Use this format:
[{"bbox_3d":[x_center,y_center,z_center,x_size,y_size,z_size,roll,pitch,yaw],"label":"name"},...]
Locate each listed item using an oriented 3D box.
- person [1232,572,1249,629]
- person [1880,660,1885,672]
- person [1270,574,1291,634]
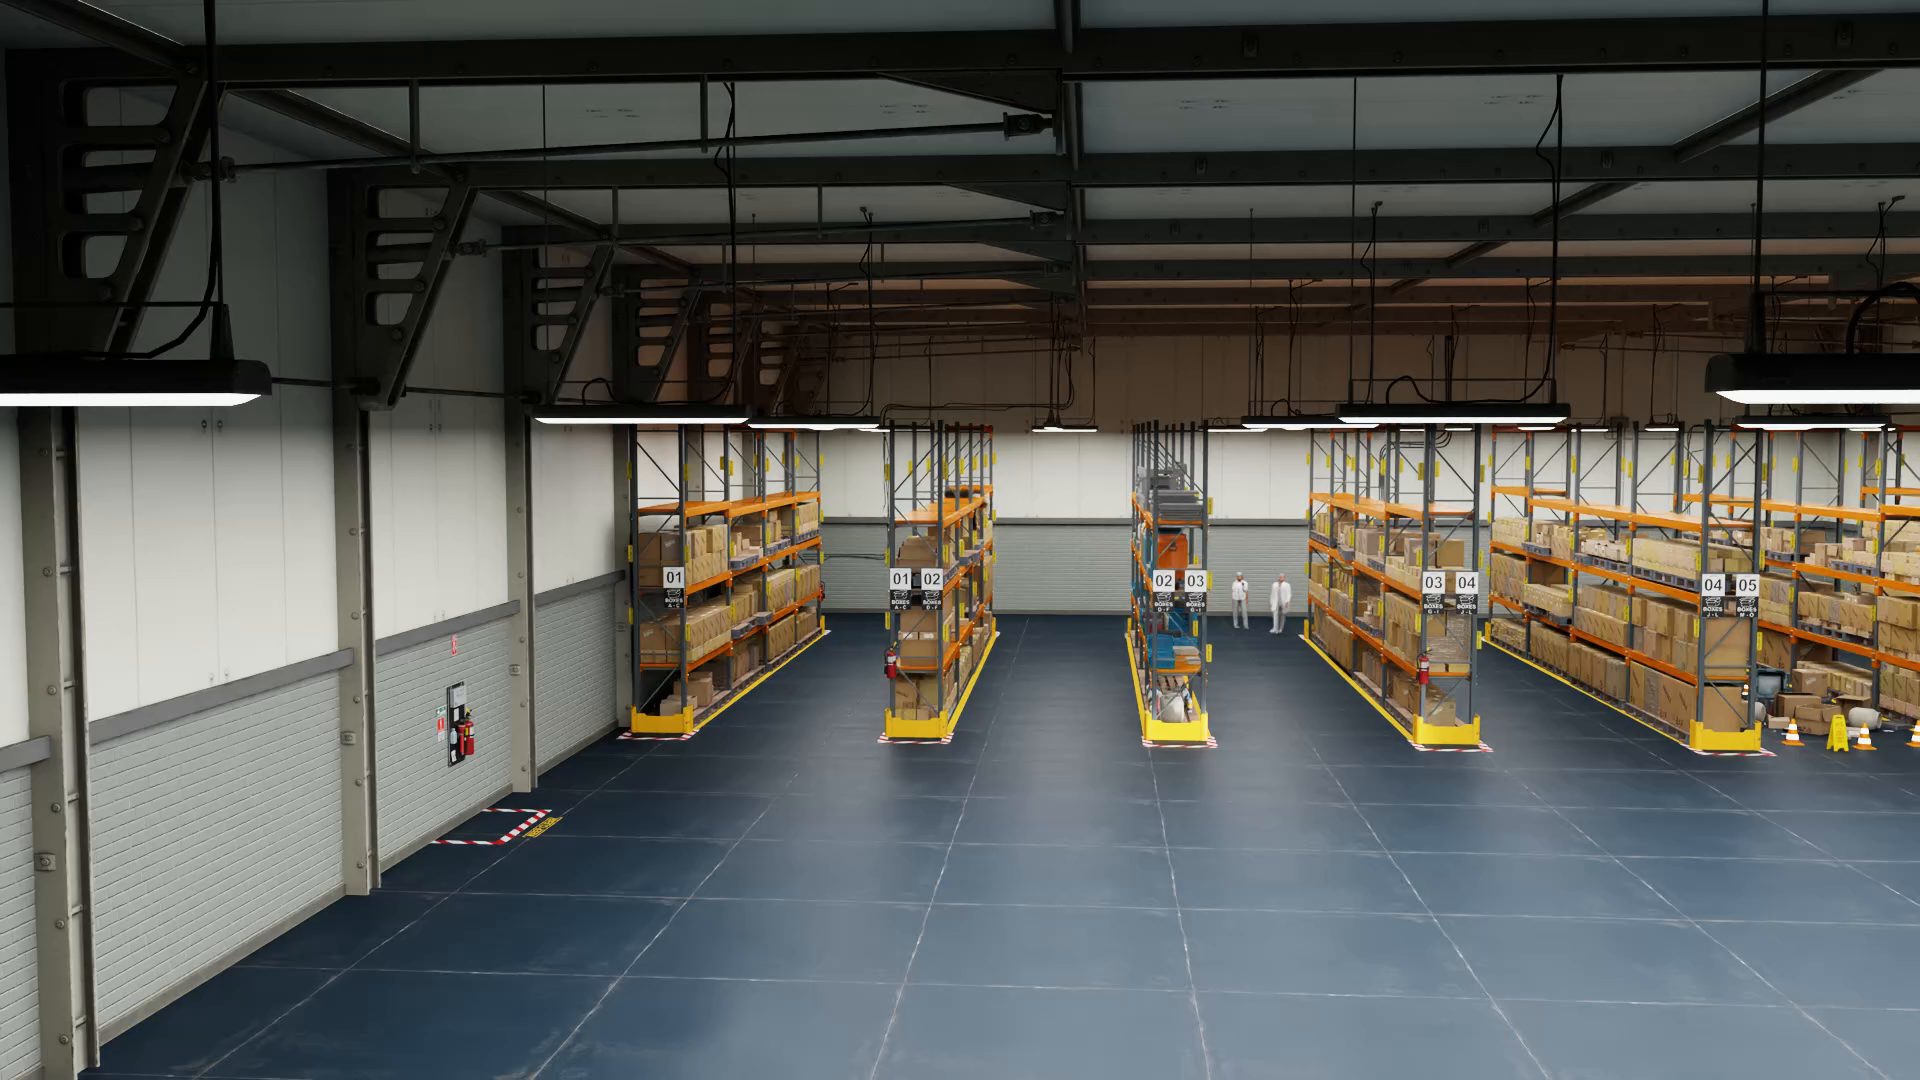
[{"bbox_3d":[8.294,1.786,49.170,0.498,1.662,0.557,0,4,6],"label":"person"},{"bbox_3d":[22.082,2.300,39.985,0.636,1.824,0.596,0,4,-7],"label":"person"},{"bbox_3d":[9.154,1.832,47.560,0.608,1.726,1.061,0,4,8],"label":"person"}]
